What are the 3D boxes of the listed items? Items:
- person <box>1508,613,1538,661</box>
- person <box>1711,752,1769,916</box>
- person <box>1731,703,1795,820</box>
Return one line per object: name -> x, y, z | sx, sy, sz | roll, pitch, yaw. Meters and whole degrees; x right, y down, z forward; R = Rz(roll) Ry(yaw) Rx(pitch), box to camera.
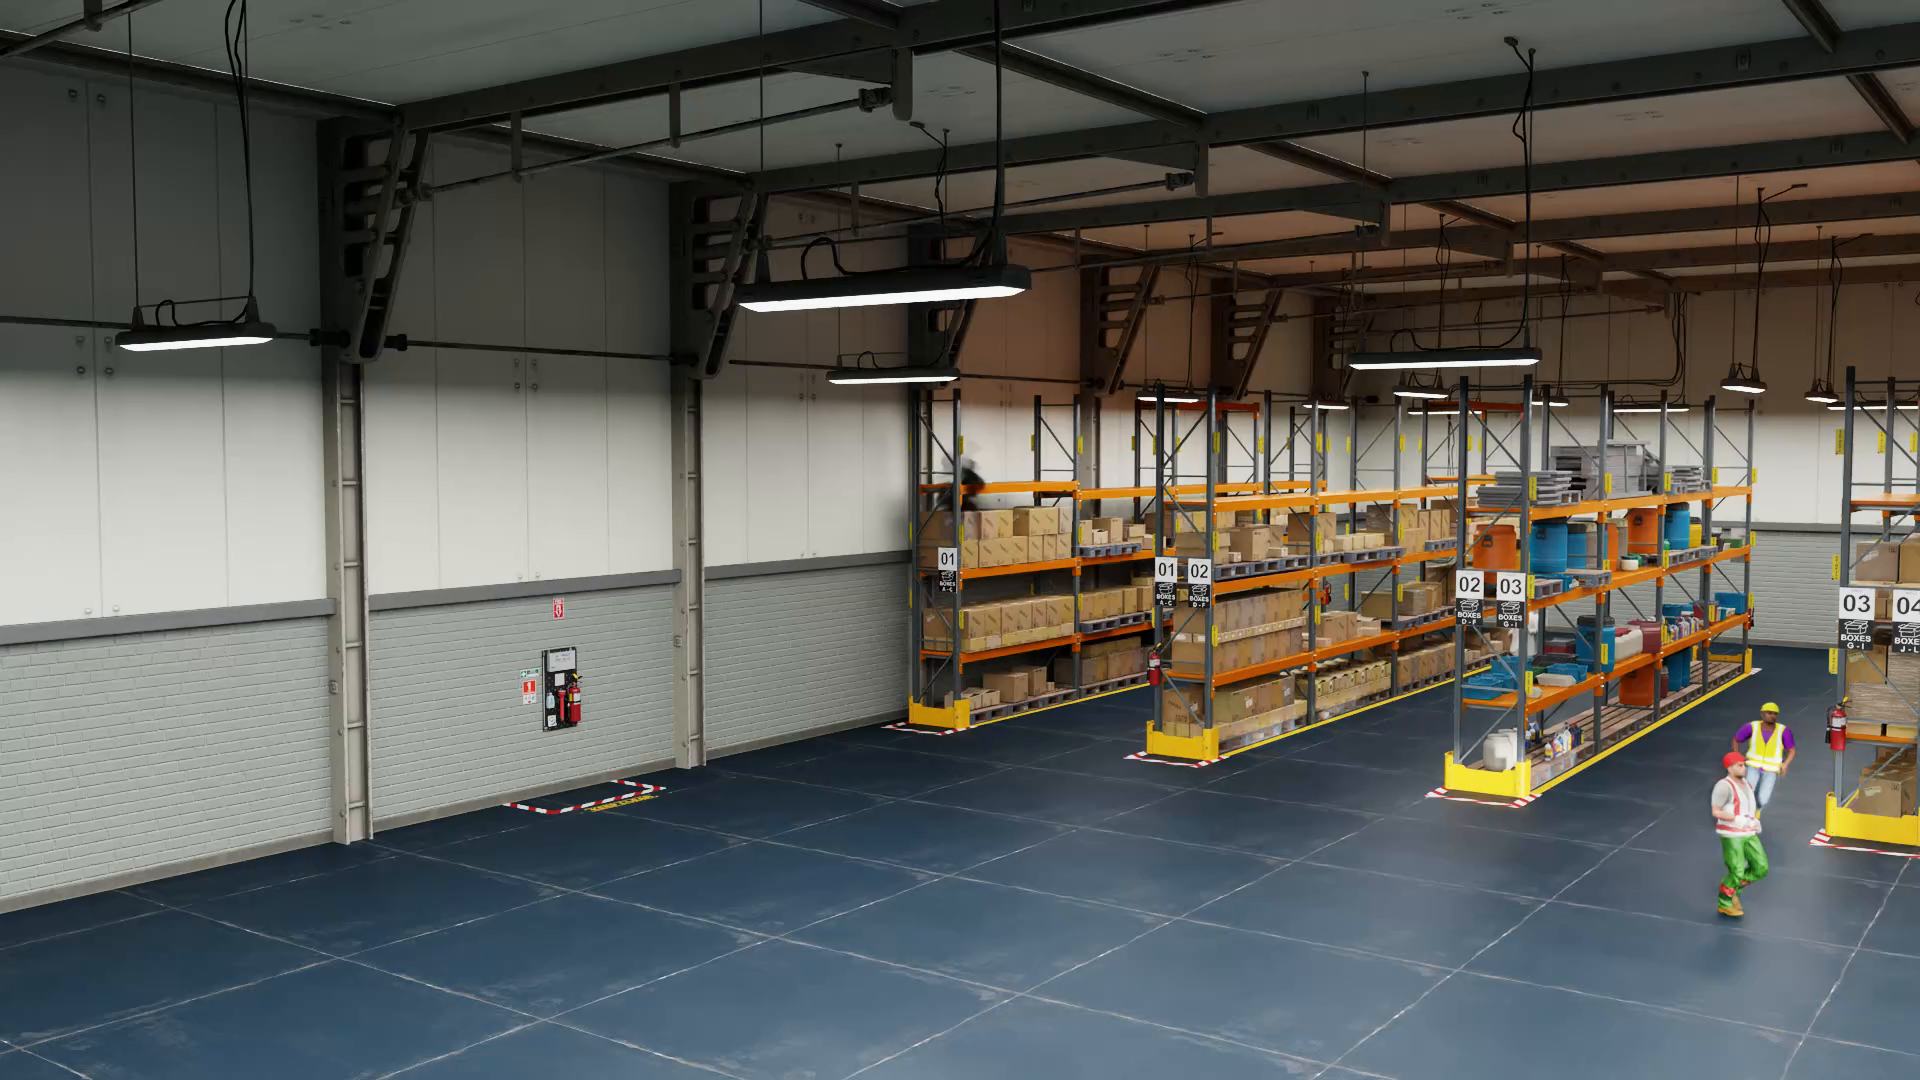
person -> 11.591, 2.132, 34.201 | 0.708, 1.776, 1.033 | 2, 4, 34
person -> 8.260, 3.115, 17.544 | 0.644, 1.741, 0.581 | -2, 4, -26
person -> 10.367, 2.935, 21.488 | 0.746, 1.710, 0.584 | 2, 4, 26
